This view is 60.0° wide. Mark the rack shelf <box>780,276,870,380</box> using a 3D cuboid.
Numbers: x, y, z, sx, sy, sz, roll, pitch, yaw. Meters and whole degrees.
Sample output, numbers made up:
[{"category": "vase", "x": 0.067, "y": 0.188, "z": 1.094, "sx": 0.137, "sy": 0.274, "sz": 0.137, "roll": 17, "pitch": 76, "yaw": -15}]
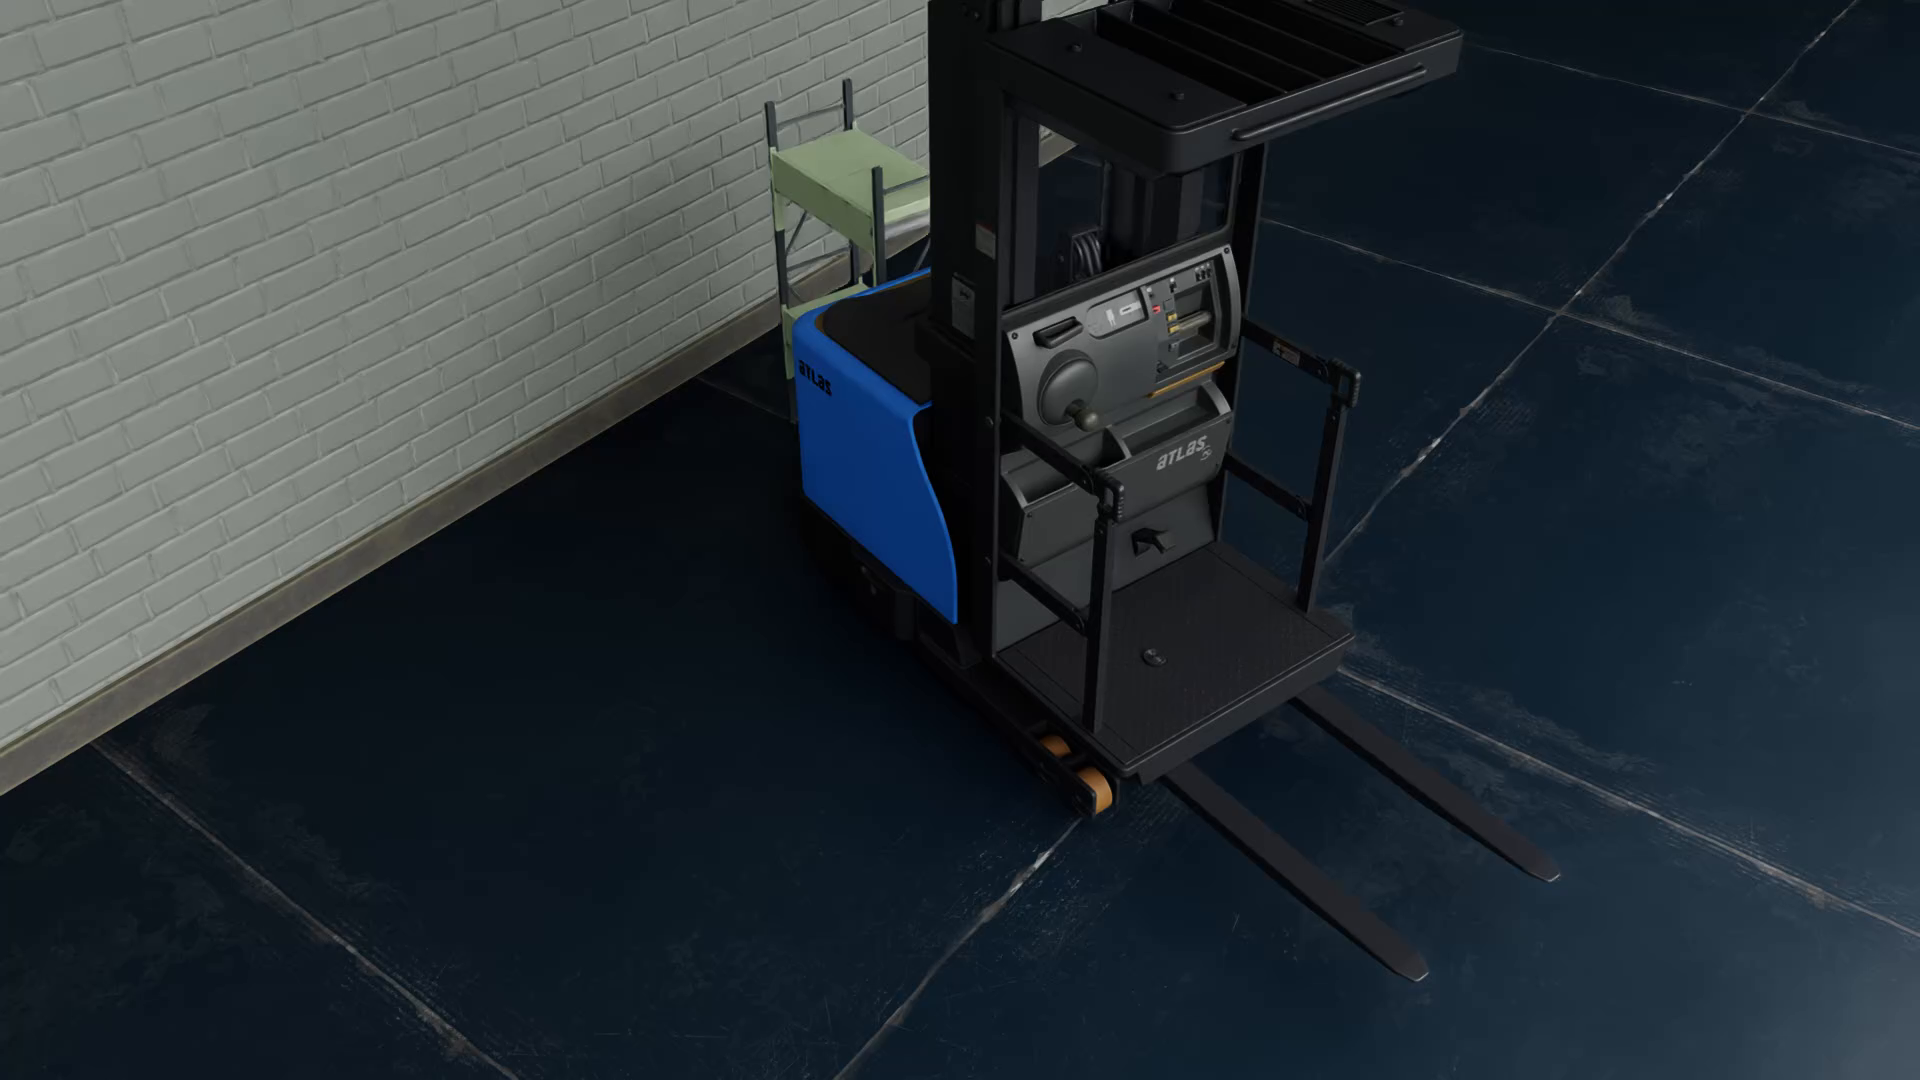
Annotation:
[{"category": "rack shelf", "x": -0.377, "y": -0.752, "z": 7.022, "sx": 0.431, "sy": 0.370, "sz": 0.720, "roll": -25, "pitch": 45, "yaw": -28}]

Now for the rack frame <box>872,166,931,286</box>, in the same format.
[{"category": "rack frame", "x": -0.156, "y": -0.829, "z": 6.592, "sx": 0.400, "sy": 1.500, "sz": 0.023, "roll": -25, "pitch": 45, "yaw": -28}]

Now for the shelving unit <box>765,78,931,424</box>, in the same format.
[{"category": "shelving unit", "x": -0.377, "y": -1.008, "z": 6.821, "sx": 0.431, "sy": 1.500, "sz": 0.755, "roll": -25, "pitch": 45, "yaw": -28}]

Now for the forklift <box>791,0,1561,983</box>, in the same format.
[{"category": "forklift", "x": 0.660, "y": -0.577, "z": 5.110, "sx": 1.130, "sy": 2.935, "sz": 3.031, "roll": -25, "pitch": 45, "yaw": -28}]

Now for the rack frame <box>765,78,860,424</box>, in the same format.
[{"category": "rack frame", "x": -0.599, "y": -1.188, "z": 7.051, "sx": 0.400, "sy": 1.500, "sz": 0.023, "roll": -25, "pitch": 45, "yaw": -28}]

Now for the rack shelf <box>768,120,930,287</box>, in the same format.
[{"category": "rack shelf", "x": -0.377, "y": -1.316, "z": 6.581, "sx": 0.431, "sy": 0.370, "sz": 0.720, "roll": -25, "pitch": 45, "yaw": -28}]
